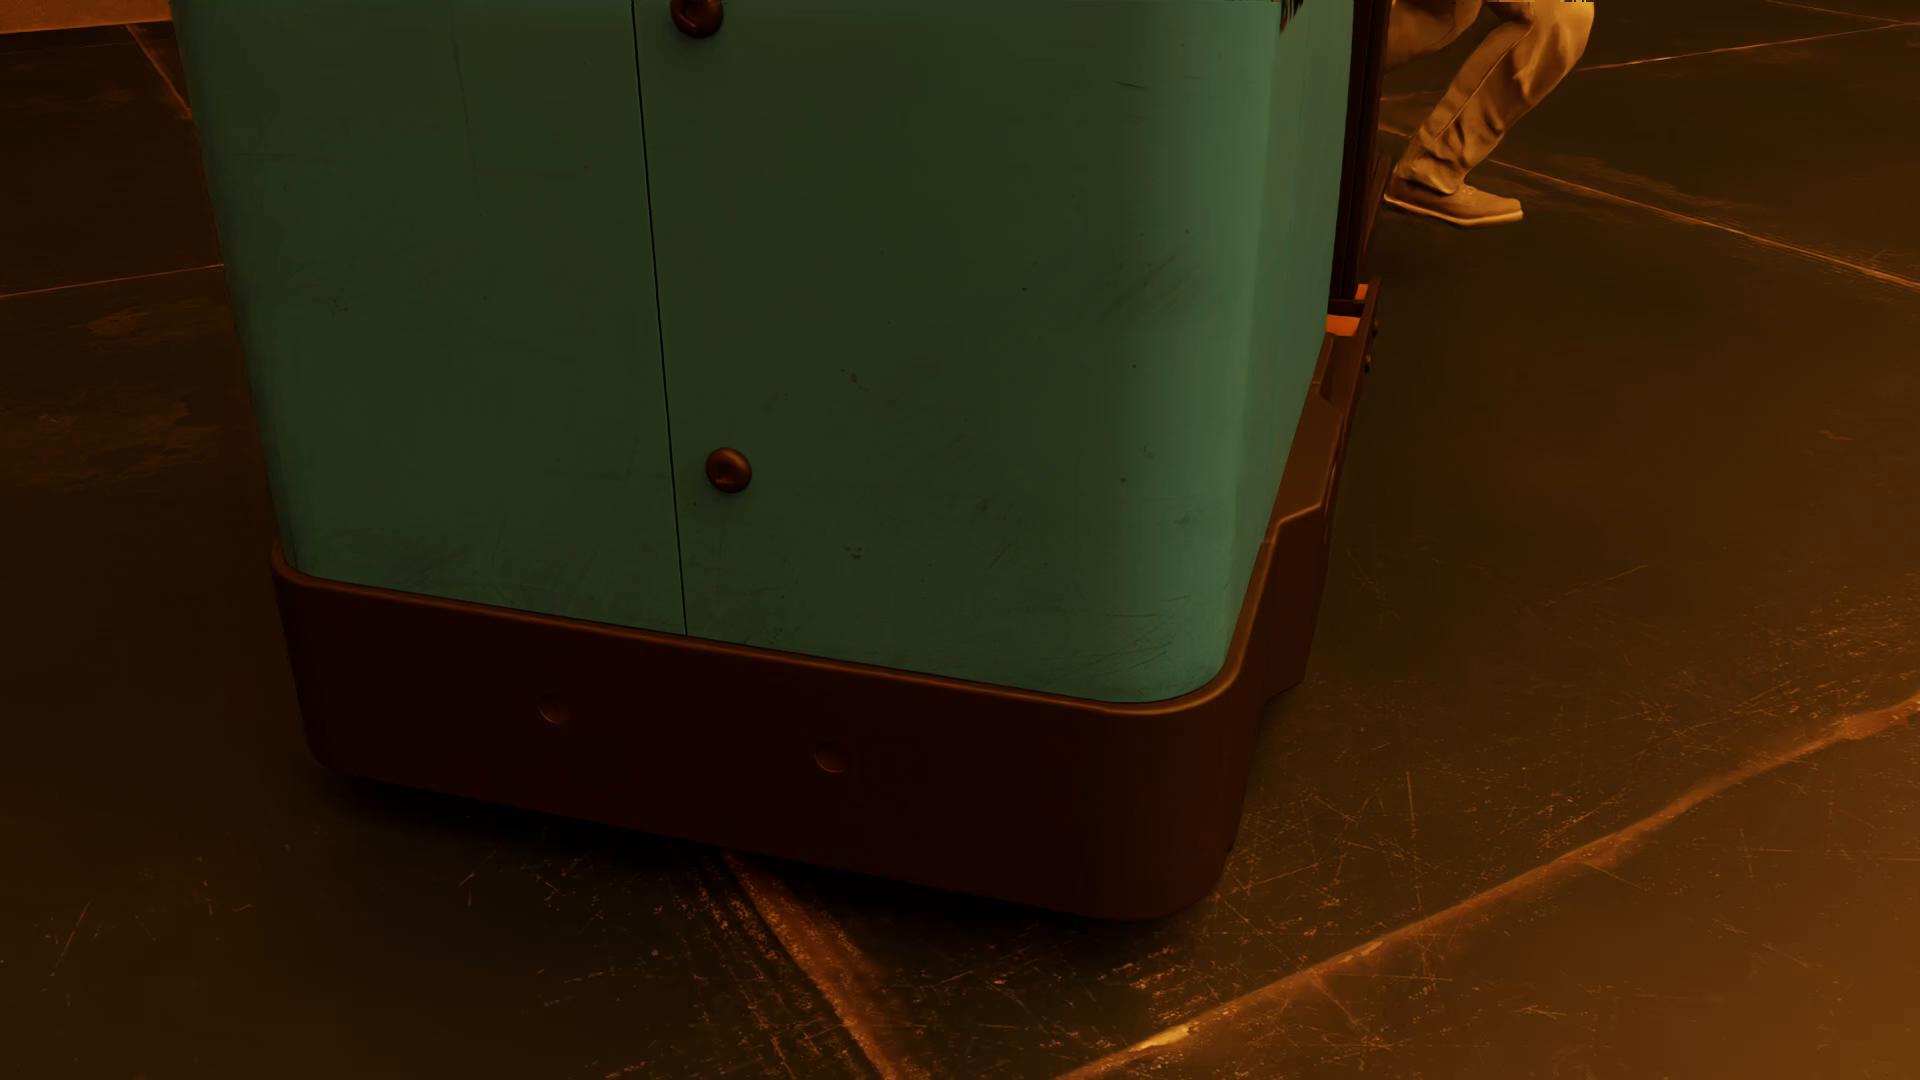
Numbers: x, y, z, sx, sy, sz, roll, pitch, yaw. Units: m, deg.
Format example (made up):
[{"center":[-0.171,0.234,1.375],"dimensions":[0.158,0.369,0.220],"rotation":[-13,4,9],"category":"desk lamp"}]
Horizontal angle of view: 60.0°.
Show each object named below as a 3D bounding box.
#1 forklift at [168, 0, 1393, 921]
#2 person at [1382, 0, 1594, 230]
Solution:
[{"center":[0.164,-1.585,2.385],"dimensions":[1.130,2.935,3.031],"rotation":[8,28,15],"category":"forklift"},{"center":[1.081,-1.400,3.427],"dimensions":[0.767,1.442,0.945],"rotation":[1,27,3],"category":"person"}]
